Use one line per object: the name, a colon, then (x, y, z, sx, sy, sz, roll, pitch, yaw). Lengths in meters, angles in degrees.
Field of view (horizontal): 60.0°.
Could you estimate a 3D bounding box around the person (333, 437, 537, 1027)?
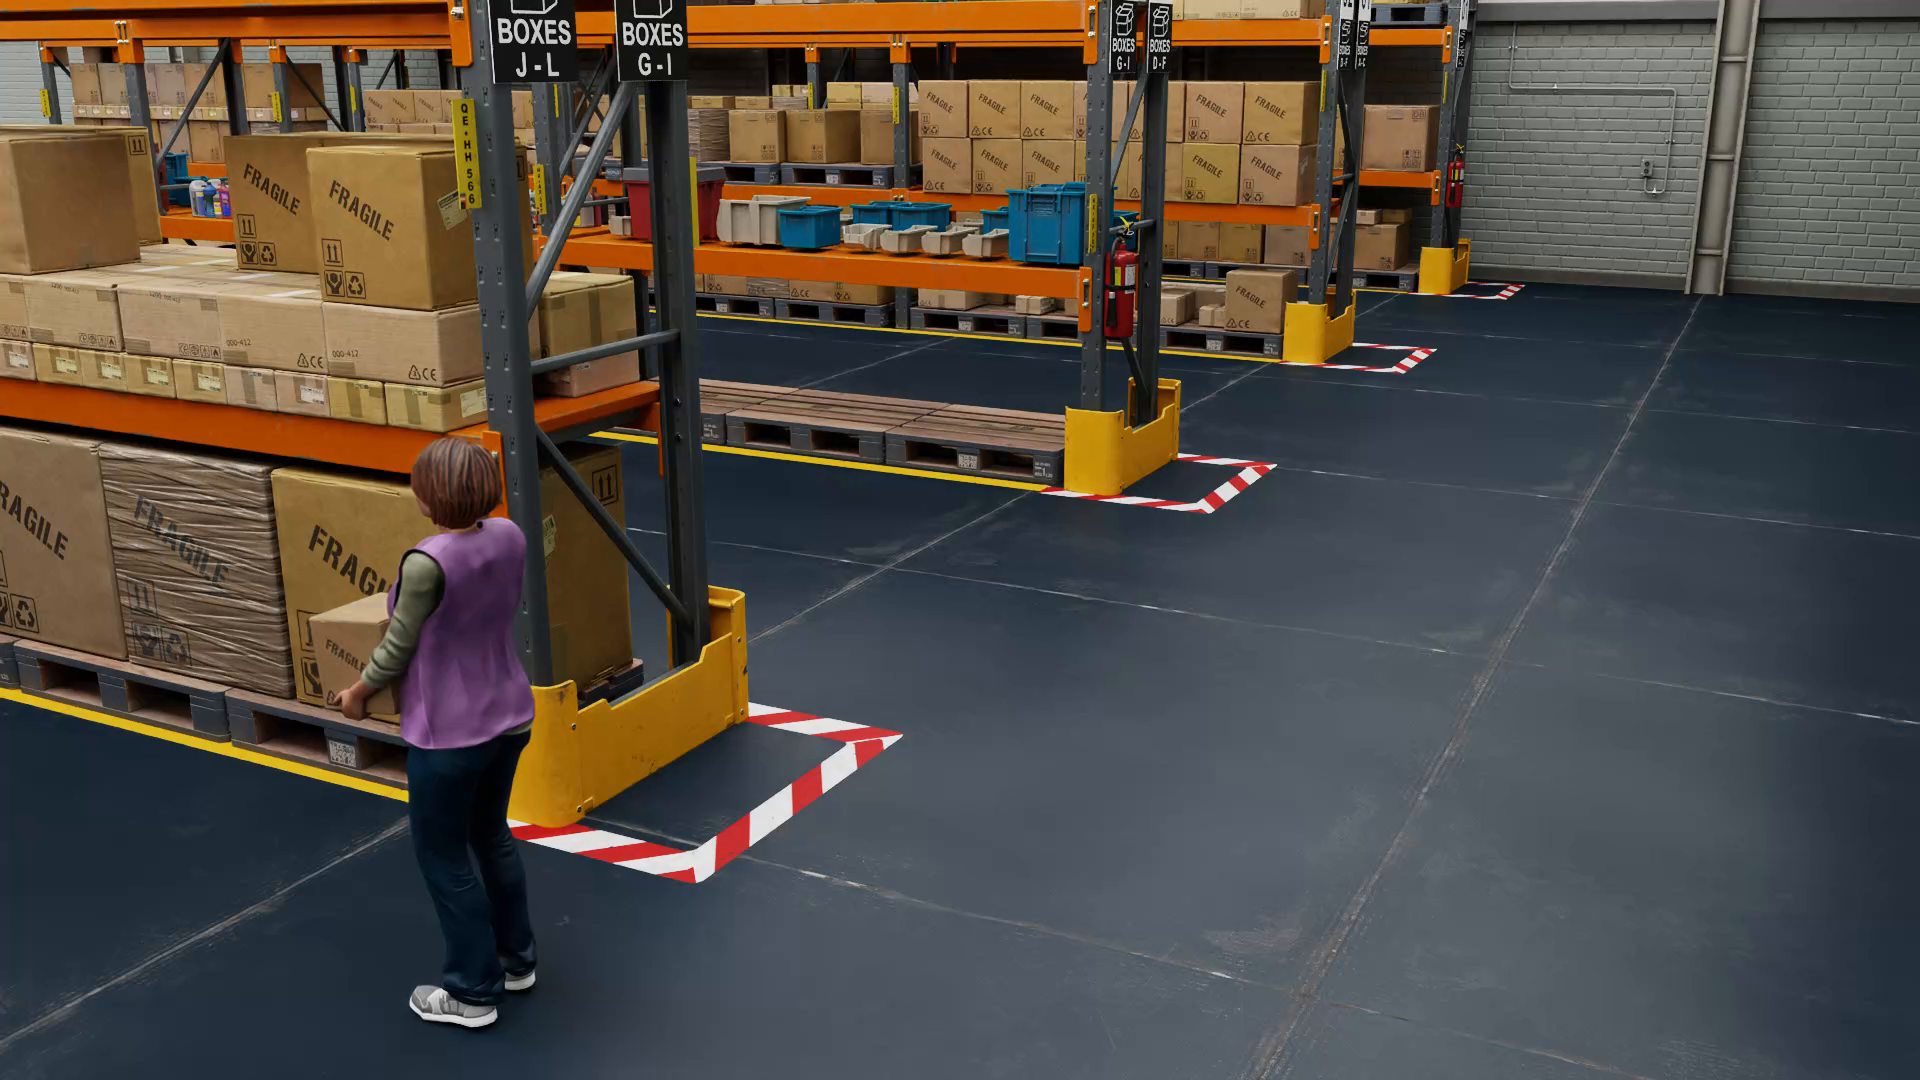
person: (-1.355, 0.490, 4.356, 0.493, 1.589, 0.408, 8, 18, 26)
